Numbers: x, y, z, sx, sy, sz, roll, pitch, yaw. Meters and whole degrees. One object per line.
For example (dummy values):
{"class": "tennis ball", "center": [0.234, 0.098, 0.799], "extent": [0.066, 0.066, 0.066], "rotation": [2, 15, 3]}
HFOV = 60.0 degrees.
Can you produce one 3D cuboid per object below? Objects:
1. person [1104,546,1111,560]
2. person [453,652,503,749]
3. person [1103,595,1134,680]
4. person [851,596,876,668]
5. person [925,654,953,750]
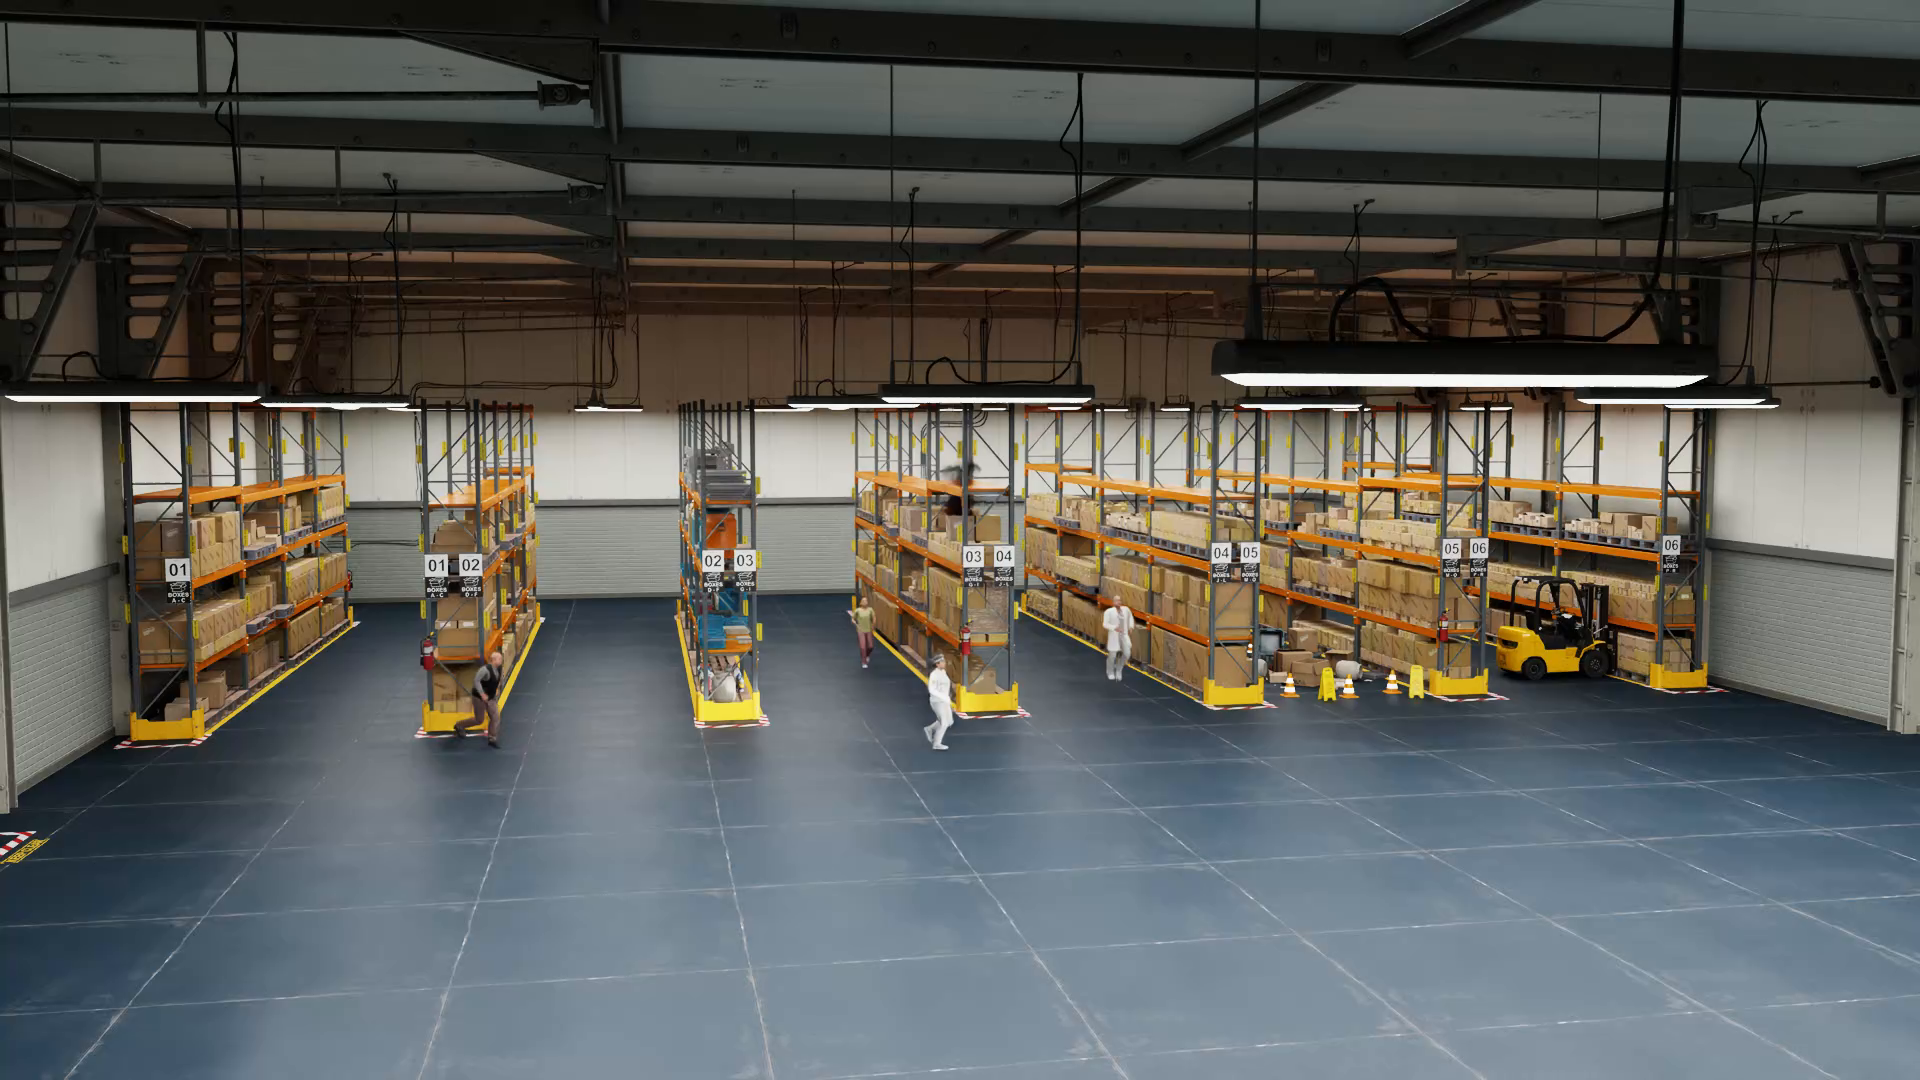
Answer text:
{"class": "person", "center": [4.496, 1.060, 50.505], "extent": [0.654, 1.725, 0.721], "rotation": [0, 4, -1]}
{"class": "person", "center": [-8.289, 2.758, 28.675], "extent": [0.942, 1.690, 0.672], "rotation": [1, 4, 11]}
{"class": "person", "center": [3.247, 2.000, 33.877], "extent": [0.735, 1.752, 0.816], "rotation": [-1, 4, -15]}
{"class": "person", "center": [-2.165, 2.074, 37.601], "extent": [0.577, 1.620, 0.566], "rotation": [-1, 4, -12]}
{"class": "person", "center": [-0.353, 2.750, 28.405], "extent": [0.560, 1.644, 0.669], "rotation": [2, 5, 22]}
